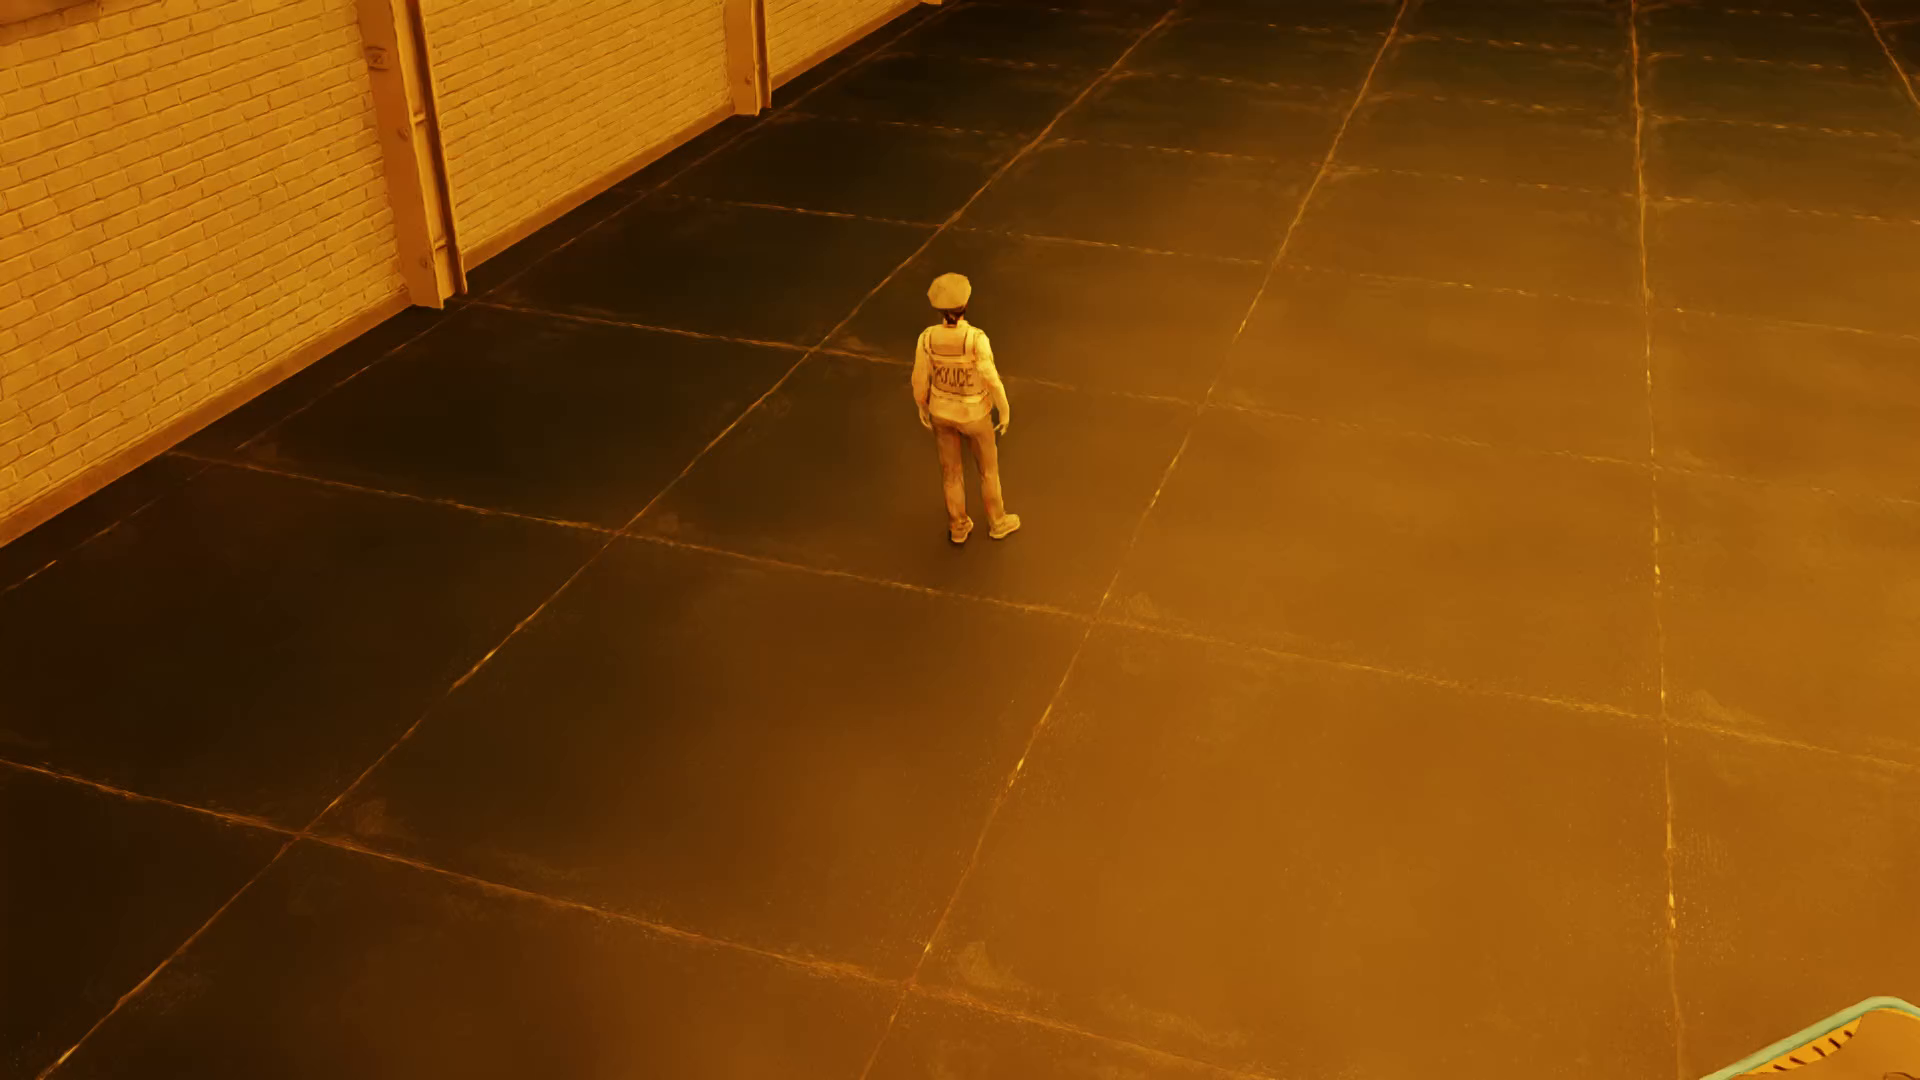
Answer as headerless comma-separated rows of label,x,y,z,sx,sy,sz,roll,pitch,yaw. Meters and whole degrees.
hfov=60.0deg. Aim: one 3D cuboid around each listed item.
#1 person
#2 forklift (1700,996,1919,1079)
person,0.029,-0.773,9.726,0.586,1.695,0.532,10,31,16
forklift,3.250,1.870,3.855,1.130,2.935,3.031,-14,33,-23
